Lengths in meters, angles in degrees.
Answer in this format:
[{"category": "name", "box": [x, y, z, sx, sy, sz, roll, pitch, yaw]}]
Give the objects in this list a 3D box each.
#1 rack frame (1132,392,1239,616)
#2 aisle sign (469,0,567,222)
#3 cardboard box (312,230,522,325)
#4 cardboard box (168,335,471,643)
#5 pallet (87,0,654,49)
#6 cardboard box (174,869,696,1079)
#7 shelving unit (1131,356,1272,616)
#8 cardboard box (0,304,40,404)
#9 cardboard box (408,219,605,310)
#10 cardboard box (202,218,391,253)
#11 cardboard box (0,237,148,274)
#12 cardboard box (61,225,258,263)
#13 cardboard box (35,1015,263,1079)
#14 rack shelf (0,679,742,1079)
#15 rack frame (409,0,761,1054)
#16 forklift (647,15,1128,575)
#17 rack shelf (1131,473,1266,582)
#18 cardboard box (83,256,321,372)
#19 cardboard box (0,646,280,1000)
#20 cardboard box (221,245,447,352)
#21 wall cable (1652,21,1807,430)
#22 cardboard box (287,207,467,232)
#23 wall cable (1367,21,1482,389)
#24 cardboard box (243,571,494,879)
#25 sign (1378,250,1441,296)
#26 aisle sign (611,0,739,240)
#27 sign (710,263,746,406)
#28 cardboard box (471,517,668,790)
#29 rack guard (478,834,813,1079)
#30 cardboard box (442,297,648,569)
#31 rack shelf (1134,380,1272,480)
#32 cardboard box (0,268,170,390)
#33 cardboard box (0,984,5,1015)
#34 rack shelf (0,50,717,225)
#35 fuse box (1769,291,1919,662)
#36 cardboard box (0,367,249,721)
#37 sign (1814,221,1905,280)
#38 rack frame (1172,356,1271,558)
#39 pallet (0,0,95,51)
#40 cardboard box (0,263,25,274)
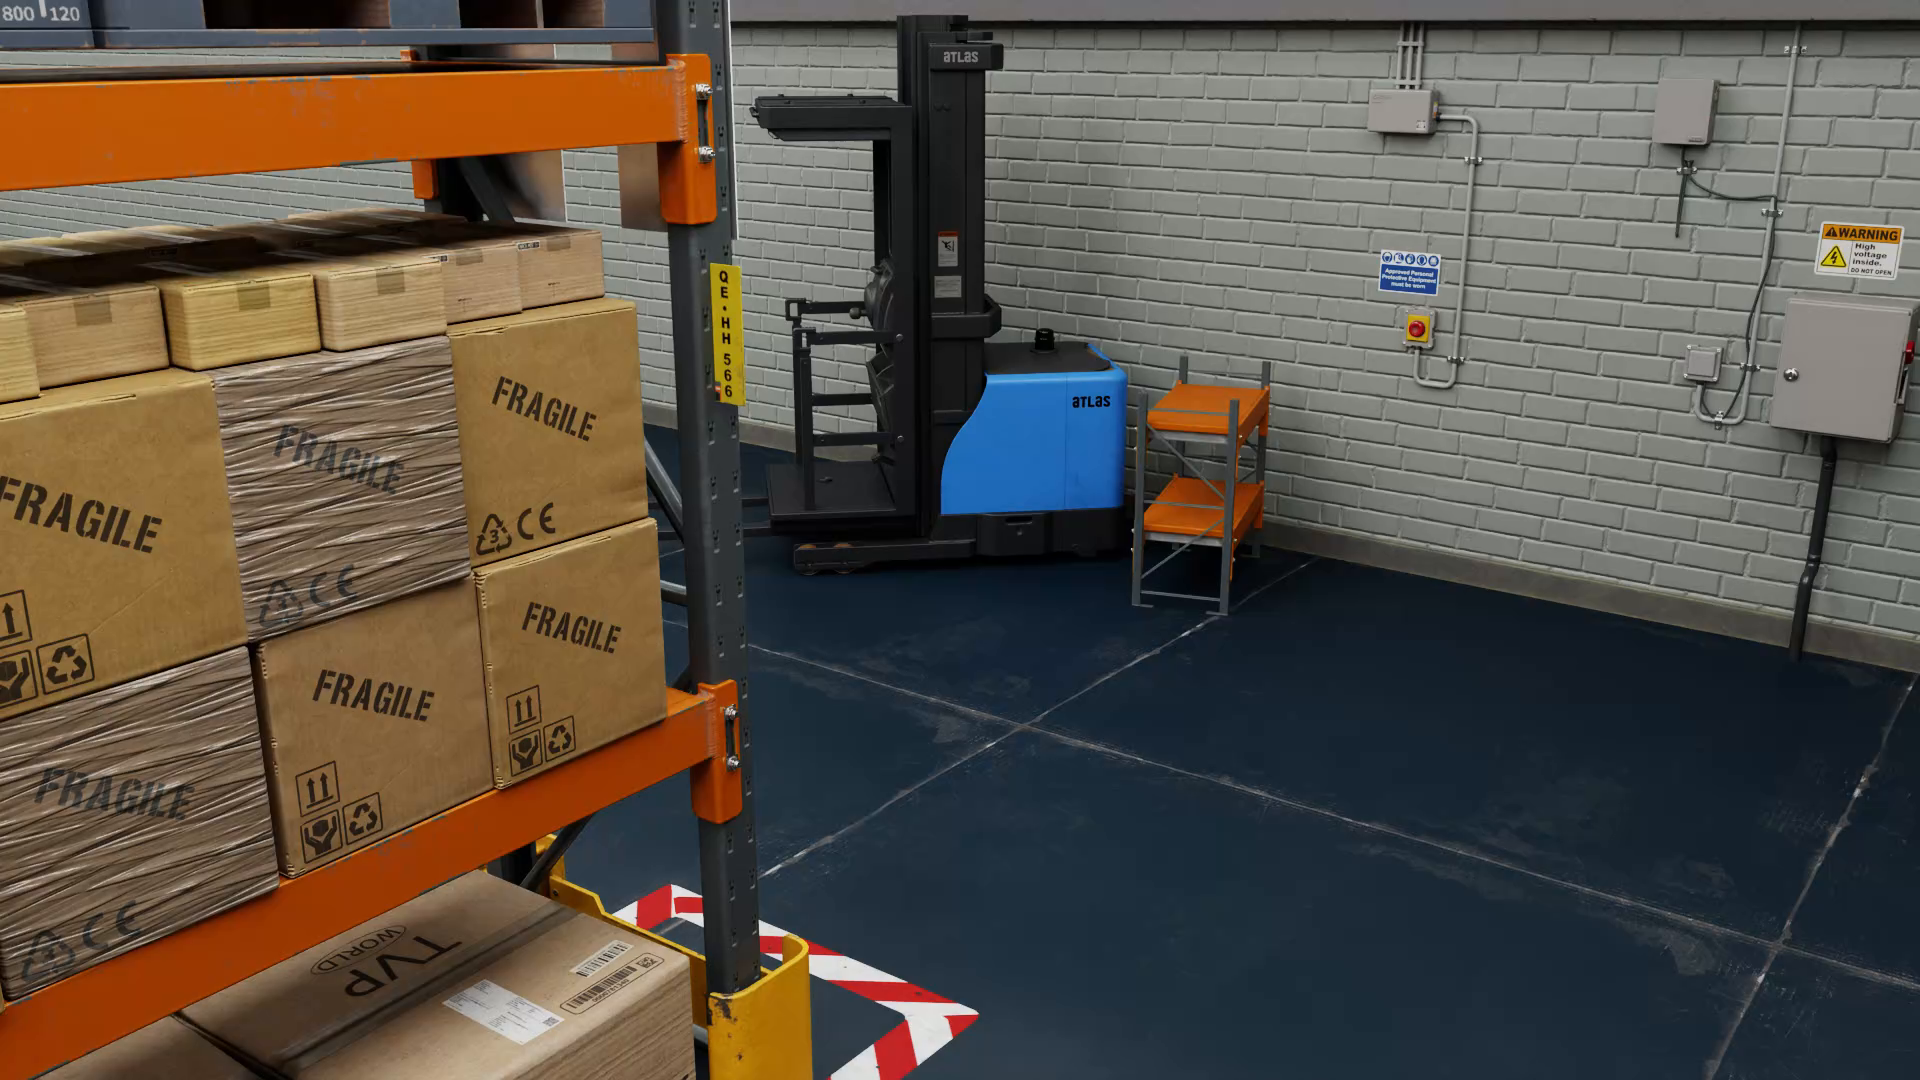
[{"category": "rack frame", "box": [1.134, -0.175, 8.412, 0.500, 1.125, 0.032, 6, 18, 18]}, {"category": "aisle sign", "box": [-1.160, -1.220, 4.232, 0.394, 0.787, 0.004, 12, 21, 35]}, {"category": "cardboard box", "box": [-1.155, -0.560, 3.540, 0.380, 0.149, 0.250, 13, 21, 36]}, {"category": "cardboard box", "box": [-1.354, -0.149, 3.311, 0.500, 0.500, 0.500, 13, 21, 35]}, {"category": "pallet", "box": [-1.404, -1.122, 3.390, 1.003, 0.211, 1.213, 12, 21, 35]}, {"category": "cardboard box", "box": [-1.283, 1.288, 4.152, 0.875, 0.438, 0.875, 12, 21, 33]}, {"category": "shelving unit", "box": [1.297, -0.318, 8.872, 0.538, 1.125, 1.048, 6, 18, 18]}, {"category": "cardboard box", "box": [-1.739, -0.311, 2.739, 0.380, 0.149, 0.250, 13, 22, 36]}, {"category": "cardboard box", "box": [-1.023, -0.624, 3.749, 0.380, 0.149, 0.250, 13, 21, 35]}, {"category": "cardboard box", "box": [-1.503, -0.635, 3.782, 0.380, 0.149, 0.250, 13, 22, 36]}, {"category": "cardboard box", "box": [-1.892, -0.527, 3.435, 0.380, 0.149, 0.250, 12, 21, 33]}, {"category": "cardboard box", "box": [-1.750, -0.593, 3.647, 0.380, 0.149, 0.250, 13, 22, 36]}, {"category": "cardboard box", "box": [-1.821, 1.507, 3.445, 0.875, 0.438, 0.875, 13, 22, 36]}, {"category": "rack shelf", "box": [-2.162, 0.910, 2.970, 1.077, 0.370, 4.000, 12, 21, 35]}, {"category": "rack frame", "box": [-0.970, 0.090, 4.397, 1.000, 3.000, 0.127, 12, 21, 35]}, {"category": "forklift", "box": [-0.624, -1.374, 9.225, 3.031, 2.935, 1.130, -2, 17, -8]}, {"category": "rack shelf", "box": [1.297, -0.085, 8.944, 0.538, 0.278, 1.000, 6, 18, 18]}, {"category": "cardboard box", "box": [-1.424, -0.431, 3.125, 0.380, 0.149, 0.250, 13, 21, 36]}, {"category": "cardboard box", "box": [-1.654, 0.445, 3.085, 0.500, 0.500, 0.500, 13, 22, 36]}, {"category": "cardboard box", "box": [-1.241, -0.483, 3.294, 0.380, 0.149, 0.250, 12, 21, 34]}, {"category": "wall cable", "box": [3.517, -1.495, 7.786, 0.588, 1.984, 0.122, 12, 21, 35]}, {"category": "cardboard box", "box": [-1.404, -0.710, 4.023, 0.380, 0.149, 0.250, 13, 21, 36]}, {"category": "wall cable", "box": [2.371, -1.758, 8.580, 0.585, 1.953, 0.123, 12, 21, 35]}, {"category": "cardboard box", "box": [-1.356, 0.320, 3.485, 0.500, 0.500, 0.500, 12, 21, 34]}, {"category": "sign", "box": [2.369, -1.410, 8.770, 0.327, 0.218, 0.001, 12, 21, 35]}, {"category": "aisle sign", "box": [-0.678, -1.114, 3.890, 0.394, 0.787, 0.004, 12, 21, 35]}, {"category": "sign", "box": [-0.542, -0.477, 3.871, 0.100, 0.325, 0.005, 12, 21, 35]}, {"category": "cardboard box", "box": [-1.045, 0.204, 3.862, 0.500, 0.500, 0.500, 13, 21, 35]}, {"category": "rack guard", "box": [-0.956, 1.278, 4.786, 1.175, 0.500, 0.348, 12, 21, 35]}, {"category": "cardboard box", "box": [-1.066, -0.279, 3.729, 0.500, 0.500, 0.500, 13, 22, 36]}, {"category": "rack shelf", "box": [1.297, -0.598, 8.785, 0.538, 0.278, 1.000, 6, 18, 18]}, {"category": "cardboard box", "box": [-1.637, -0.381, 2.964, 0.380, 0.149, 0.250, 12, 21, 34]}, {"category": "cardboard box", "box": [-1.952, 0.570, 2.682, 0.500, 0.500, 0.500, 13, 22, 36]}, {"category": "rack shelf", "box": [-2.162, -0.523, 2.525, 1.077, 0.370, 4.000, 12, 21, 35]}, {"category": "fuse box", "box": [3.971, -0.236, 7.619, 0.539, 1.711, 0.414, 12, 21, 35]}, {"category": "cardboard box", "box": [-1.651, -0.032, 2.934, 0.500, 0.500, 0.500, 12, 21, 34]}, {"category": "sign", "box": [4.050, -1.305, 7.496, 0.339, 0.242, 0.001, 12, 21, 35]}, {"category": "rack frame", "box": [1.461, -0.461, 9.332, 0.500, 1.125, 0.032, 6, 18, 18]}, {"category": "pallet", "box": [-2.130, -0.830, 2.451, 1.003, 0.211, 1.213, 12, 21, 35]}, {"category": "cardboard box", "box": [-2.006, -0.455, 3.204, 0.380, 0.149, 0.250, 13, 21, 35]}]
